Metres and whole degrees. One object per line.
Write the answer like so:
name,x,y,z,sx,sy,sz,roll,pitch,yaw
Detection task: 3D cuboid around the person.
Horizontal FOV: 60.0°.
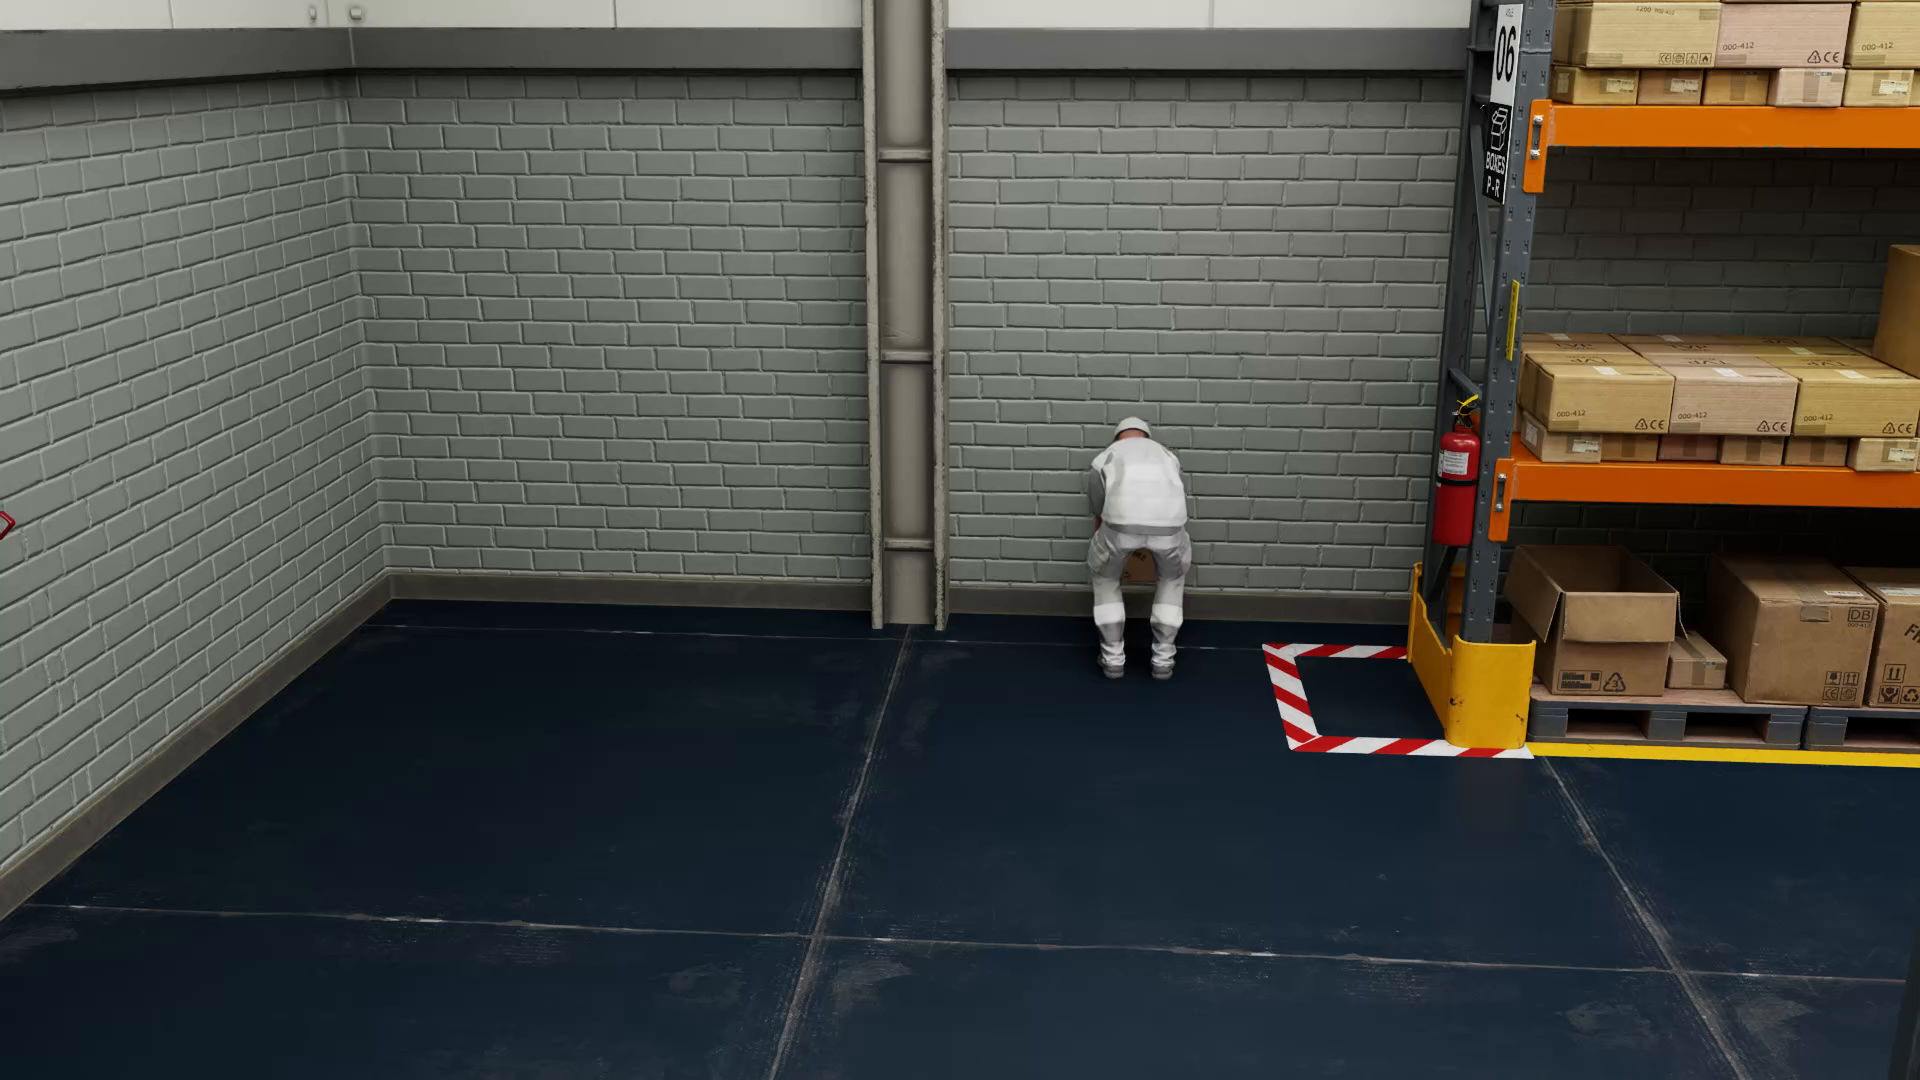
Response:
person,0.895,0.057,8.393,0.517,1.149,0.903,0,17,2
